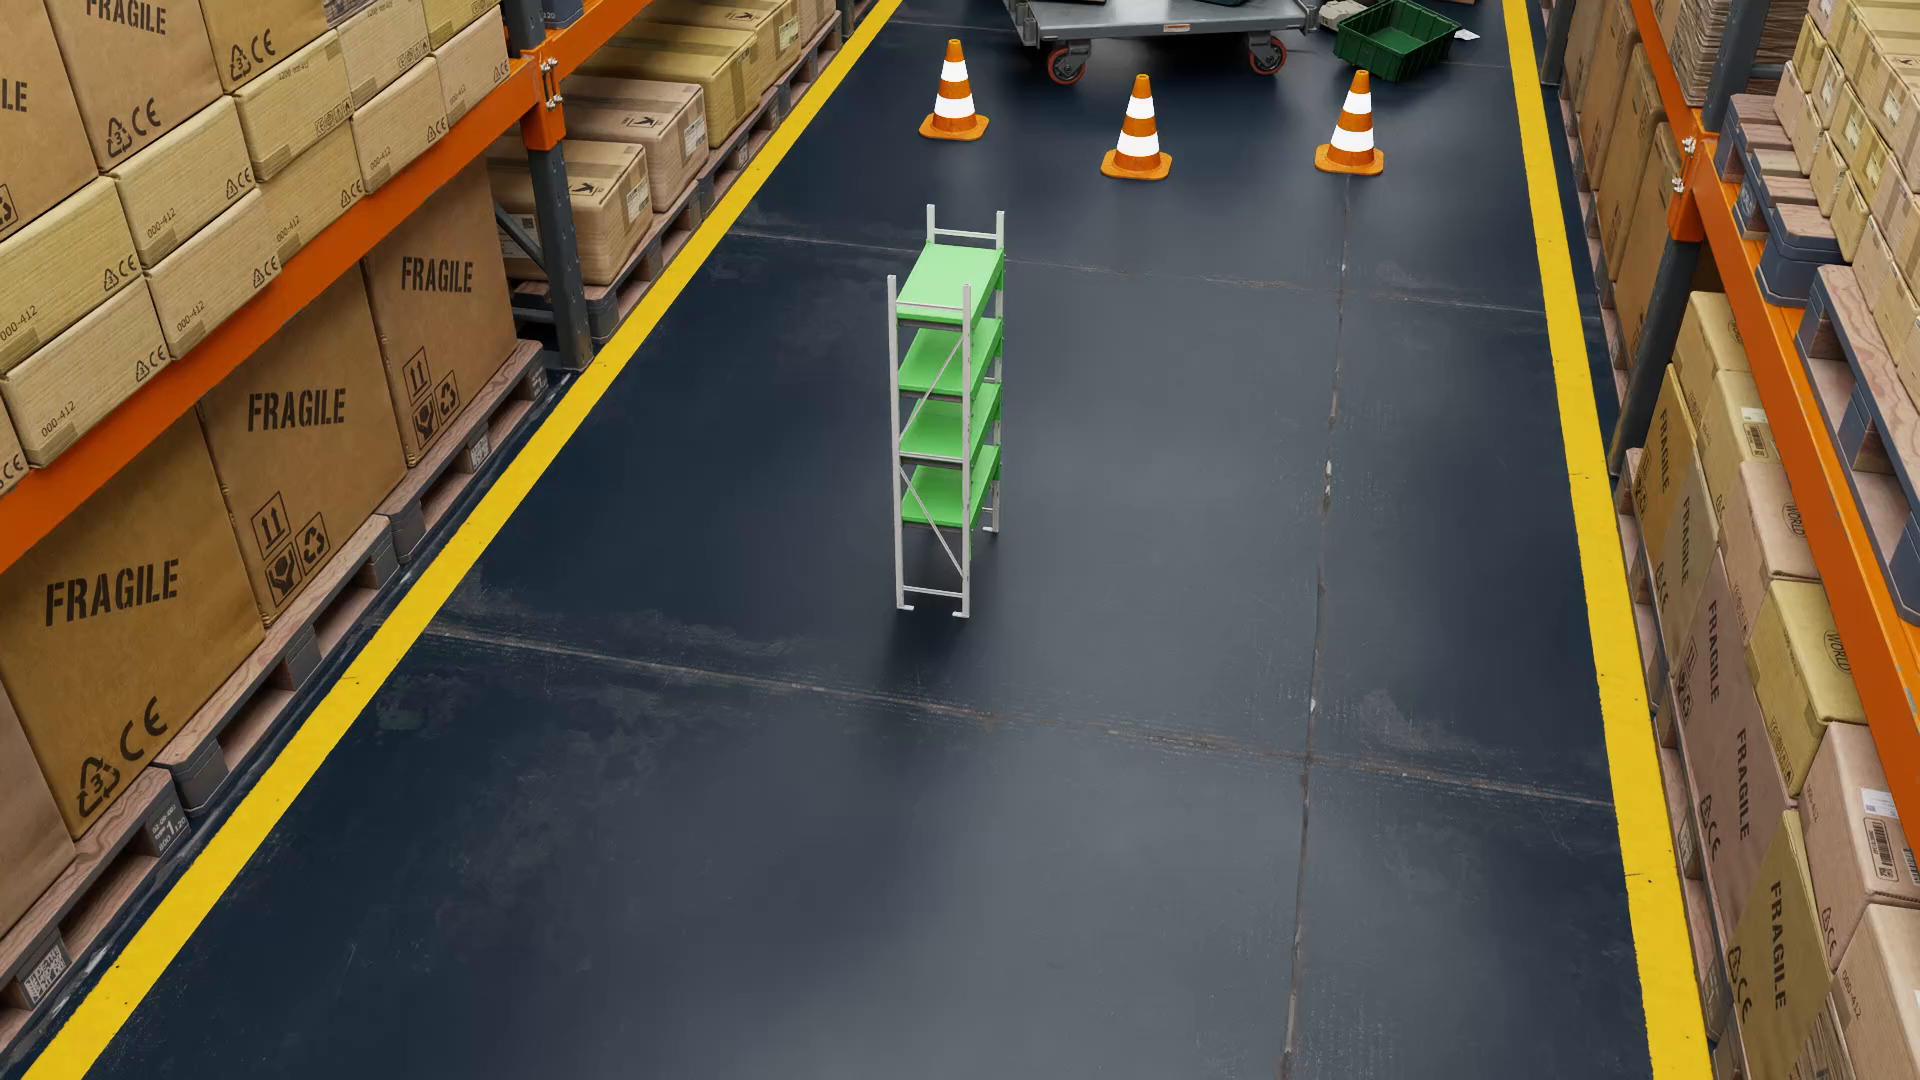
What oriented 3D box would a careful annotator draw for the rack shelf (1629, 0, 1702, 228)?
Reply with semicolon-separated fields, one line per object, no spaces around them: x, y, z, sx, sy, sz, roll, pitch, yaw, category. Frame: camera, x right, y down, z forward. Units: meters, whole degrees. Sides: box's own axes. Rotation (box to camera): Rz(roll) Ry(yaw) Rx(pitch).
3.297;-2.269;6.938;1.077;0.370;4.000;7;37;10;rack shelf

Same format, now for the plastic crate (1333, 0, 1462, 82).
2.481;-2.855;9.481;0.450;0.188;0.662;36;48;26;plastic crate

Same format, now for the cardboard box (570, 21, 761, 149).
-1.540;-2.263;8.198;0.950;0.372;0.625;8;37;12;cardboard box

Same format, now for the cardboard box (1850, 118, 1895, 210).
2.407;-0.897;4.034;0.380;0.149;0.250;7;37;10;cardboard box

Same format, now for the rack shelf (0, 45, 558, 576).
-2.415;-0.538;4.550;1.077;0.370;4.000;7;37;10;rack shelf

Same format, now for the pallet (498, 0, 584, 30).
-1.939;-2.320;6.559;1.213;0.211;1.003;7;37;10;pallet

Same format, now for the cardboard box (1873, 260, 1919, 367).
2.296;-0.490;3.727;0.380;0.149;0.250;8;37;11;cardboard box

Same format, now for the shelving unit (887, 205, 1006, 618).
-0.035;-0.391;5.267;0.258;1.200;0.503;7;37;10;shelving unit

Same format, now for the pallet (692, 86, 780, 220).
-1.557;-1.992;8.319;1.003;0.211;1.213;7;37;10;pallet

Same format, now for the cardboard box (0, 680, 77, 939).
-2.788;0.642;3.761;0.875;0.875;0.875;8;37;11;cardboard box

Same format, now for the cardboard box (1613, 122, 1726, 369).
3.088;-1.011;6.147;1.050;0.750;0.750;7;36;9;cardboard box

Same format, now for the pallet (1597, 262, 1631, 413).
3.112;-0.727;6.573;1.003;0.211;1.213;7;37;10;pallet

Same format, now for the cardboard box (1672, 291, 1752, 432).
2.486;-0.510;5.031;0.500;0.250;0.500;6;36;8;cardboard box

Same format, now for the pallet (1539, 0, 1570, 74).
3.963;-3.004;9.715;1.003;0.211;1.213;7;37;10;pallet

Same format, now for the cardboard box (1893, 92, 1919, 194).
2.357;-0.881;3.758;0.380;0.149;0.250;9;37;12;cardboard box

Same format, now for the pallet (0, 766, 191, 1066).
-2.751;0.994;4.198;1.003;0.211;1.213;7;37;10;pallet

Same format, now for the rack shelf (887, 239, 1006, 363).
-0.035;-0.728;5.023;0.258;0.148;0.480;7;37;10;rack shelf

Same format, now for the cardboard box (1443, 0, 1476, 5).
3.053;-3.714;10.447;0.500;0.500;0.500;14;38;18;cardboard box

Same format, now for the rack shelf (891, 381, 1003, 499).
-0.035;-0.339;5.304;0.258;0.148;0.480;7;37;10;rack shelf

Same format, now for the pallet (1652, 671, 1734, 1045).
2.439;0.861;4.383;1.003;0.211;1.213;7;37;10;pallet

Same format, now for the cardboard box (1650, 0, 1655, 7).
2.918;-2.318;6.308;0.500;0.500;0.500;7;36;9;cardboard box

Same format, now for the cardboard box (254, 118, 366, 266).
-2.059;-1.011;4.717;0.500;0.250;0.500;7;37;9;cardboard box

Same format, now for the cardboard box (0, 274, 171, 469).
-2.256;-0.430;3.915;0.500;0.250;0.500;7;37;10;cardboard box

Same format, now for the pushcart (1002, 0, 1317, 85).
1.105;-2.950;9.499;1.648;0.377;0.936;-5;36;-6;pushcart

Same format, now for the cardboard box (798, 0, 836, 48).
-1.243;-3.074;9.317;0.950;0.372;0.625;8;37;11;cardboard box

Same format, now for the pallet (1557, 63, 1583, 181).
3.633;-2.126;8.503;1.003;0.211;1.213;7;37;10;pallet

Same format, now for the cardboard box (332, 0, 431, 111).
-1.949;-1.514;4.985;0.500;0.250;0.500;6;36;9;cardboard box

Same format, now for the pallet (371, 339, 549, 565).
-2.230;-0.405;6.128;1.003;0.211;1.213;7;37;10;pallet

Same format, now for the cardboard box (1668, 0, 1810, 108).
2.704;-1.746;5.518;0.500;0.500;0.500;7;37;10;cardboard box

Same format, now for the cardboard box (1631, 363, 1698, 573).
2.470;-0.198;5.239;0.500;0.500;0.500;6;36;8;cardboard box

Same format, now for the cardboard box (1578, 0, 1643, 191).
3.470;-2.046;7.576;1.050;0.750;0.750;7;37;10;cardboard box

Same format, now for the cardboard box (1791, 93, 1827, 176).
2.520;-1.097;4.564;0.380;0.149;0.250;9;37;12;cardboard box

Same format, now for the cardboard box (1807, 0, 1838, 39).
2.581;-1.480;4.585;0.380;0.149;0.250;7;37;10;cardboard box

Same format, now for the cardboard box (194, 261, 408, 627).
-2.411;-0.389;5.184;0.875;0.875;0.875;8;37;11;cardboard box

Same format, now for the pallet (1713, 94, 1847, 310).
2.822;-0.914;4.619;1.213;0.211;1.003;7;37;10;pallet

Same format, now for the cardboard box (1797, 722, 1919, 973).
2.050;0.666;3.408;0.500;0.250;0.500;9;37;12;cardboard box

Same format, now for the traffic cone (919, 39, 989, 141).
-0.030;-2.356;8.606;0.336;0.463;0.334;7;37;10;traffic cone

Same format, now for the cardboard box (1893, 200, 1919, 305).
2.297;-0.612;3.641;0.380;0.149;0.250;7;37;10;cardboard box

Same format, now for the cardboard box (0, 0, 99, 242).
-2.276;-0.927;3.536;0.500;0.500;0.500;6;36;9;cardboard box

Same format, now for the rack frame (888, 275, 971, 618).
-0.087;-0.251;5.074;0.240;1.200;0.015;7;37;10;rack frame

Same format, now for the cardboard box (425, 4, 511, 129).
-1.842;-1.593;5.520;0.500;0.250;0.500;6;36;8;cardboard box

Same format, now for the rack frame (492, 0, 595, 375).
-1.988;-1.976;5.921;1.000;3.000;0.127;7;37;10;rack frame

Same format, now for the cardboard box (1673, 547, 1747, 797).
2.260;0.386;4.434;0.500;0.500;0.500;6;36;9;cardboard box

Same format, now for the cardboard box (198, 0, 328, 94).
-2.057;-1.513;4.345;0.500;0.500;0.500;7;37;10;cardboard box

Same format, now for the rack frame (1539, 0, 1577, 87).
3.724;-3.707;8.308;1.000;3.000;0.127;7;37;10;rack frame

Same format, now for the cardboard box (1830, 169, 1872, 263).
2.406;-0.787;4.136;0.380;0.149;0.250;9;37;12;cardboard box

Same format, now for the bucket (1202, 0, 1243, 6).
1.501;-3.364;9.329;0.726;0.611;0.620;20;51;26;bucket

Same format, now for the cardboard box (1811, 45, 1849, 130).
2.514;-1.195;4.445;0.380;0.149;0.250;9;37;12;cardboard box

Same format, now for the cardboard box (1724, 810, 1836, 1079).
2.037;0.972;3.625;0.500;0.500;0.500;6;36;9;cardboard box

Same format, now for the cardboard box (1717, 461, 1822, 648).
2.259;0.063;4.241;0.500;0.250;0.500;8;37;10;cardboard box

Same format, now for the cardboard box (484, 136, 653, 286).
-1.857;-1.405;7.014;0.950;0.372;0.625;5;36;7;cardboard box

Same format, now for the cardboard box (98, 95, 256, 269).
-2.149;-0.920;4.165;0.500;0.250;0.500;6;36;9;cardboard box

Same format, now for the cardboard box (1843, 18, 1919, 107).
2.470;-1.188;4.182;0.380;0.149;0.250;7;37;10;cardboard box
